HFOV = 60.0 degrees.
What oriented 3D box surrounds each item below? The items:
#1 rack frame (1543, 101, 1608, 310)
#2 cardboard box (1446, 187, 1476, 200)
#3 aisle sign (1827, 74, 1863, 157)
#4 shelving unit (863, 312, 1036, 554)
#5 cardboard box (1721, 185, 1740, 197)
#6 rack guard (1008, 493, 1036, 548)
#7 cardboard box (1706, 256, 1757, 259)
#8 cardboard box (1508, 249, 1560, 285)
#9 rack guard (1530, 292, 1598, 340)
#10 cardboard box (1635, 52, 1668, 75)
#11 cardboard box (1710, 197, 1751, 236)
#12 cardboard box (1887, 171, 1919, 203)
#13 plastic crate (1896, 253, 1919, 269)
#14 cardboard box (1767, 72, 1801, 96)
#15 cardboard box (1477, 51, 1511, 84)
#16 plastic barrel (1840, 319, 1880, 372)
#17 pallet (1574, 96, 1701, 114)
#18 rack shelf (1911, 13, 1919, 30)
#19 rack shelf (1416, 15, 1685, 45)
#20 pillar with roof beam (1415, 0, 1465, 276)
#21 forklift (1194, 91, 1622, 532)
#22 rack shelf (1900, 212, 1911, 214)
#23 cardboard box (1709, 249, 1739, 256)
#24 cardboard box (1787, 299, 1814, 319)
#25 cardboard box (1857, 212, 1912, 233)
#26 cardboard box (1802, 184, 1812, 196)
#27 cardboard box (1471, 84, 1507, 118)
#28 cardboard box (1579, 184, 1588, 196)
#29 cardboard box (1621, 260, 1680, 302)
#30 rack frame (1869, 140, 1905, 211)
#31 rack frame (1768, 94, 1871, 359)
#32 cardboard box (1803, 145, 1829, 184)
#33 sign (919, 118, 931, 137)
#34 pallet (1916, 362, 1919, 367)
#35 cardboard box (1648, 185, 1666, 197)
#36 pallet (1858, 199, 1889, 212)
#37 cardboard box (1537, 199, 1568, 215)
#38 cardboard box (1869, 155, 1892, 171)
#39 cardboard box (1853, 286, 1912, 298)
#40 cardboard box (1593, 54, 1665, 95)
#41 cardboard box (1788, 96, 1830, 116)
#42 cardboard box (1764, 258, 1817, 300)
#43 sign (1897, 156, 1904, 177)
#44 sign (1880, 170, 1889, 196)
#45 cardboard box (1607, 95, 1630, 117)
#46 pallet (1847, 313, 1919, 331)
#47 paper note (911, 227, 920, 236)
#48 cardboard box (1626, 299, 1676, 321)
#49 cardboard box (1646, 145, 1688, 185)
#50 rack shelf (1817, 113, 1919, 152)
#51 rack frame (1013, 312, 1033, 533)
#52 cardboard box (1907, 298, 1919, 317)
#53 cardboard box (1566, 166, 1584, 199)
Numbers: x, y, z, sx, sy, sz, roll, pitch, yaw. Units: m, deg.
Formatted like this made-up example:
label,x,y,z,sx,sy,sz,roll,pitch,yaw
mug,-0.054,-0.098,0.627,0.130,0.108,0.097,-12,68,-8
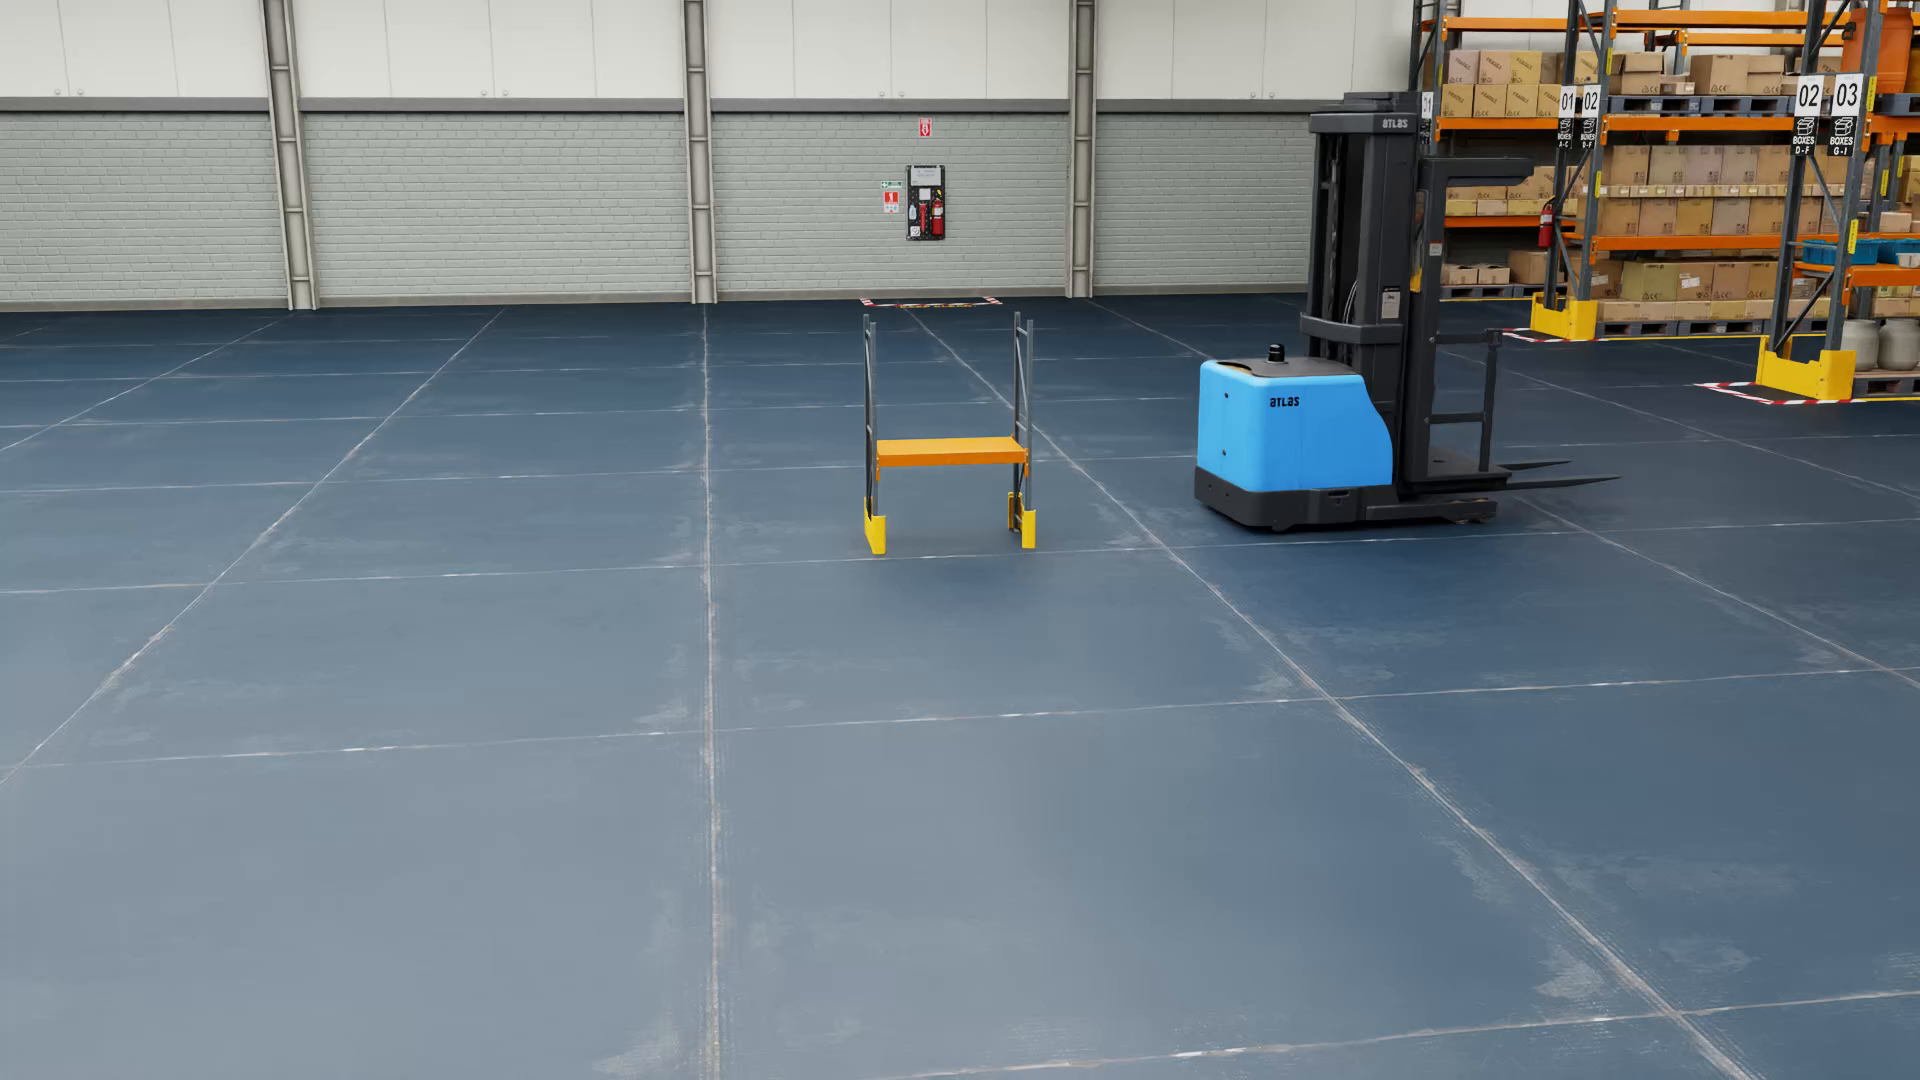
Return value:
label,x,y,z,sx,sy,sz,roll,pitch,yaw
rack frame,8.036,-4.197,21.789,0.127,3.000,1.000,-2,14,-8
cardboard box,7.811,-5.634,26.245,0.500,0.500,0.500,-2,14,-8
aisle sign,8.742,-4.193,16.430,0.004,0.787,0.394,-2,14,-8
shelving unit,-0.075,-0.725,11.028,1.083,1.500,0.587,-2,14,-8
cardboard box,9.976,-4.578,21.770,0.250,0.149,0.380,-2,14,-8
rack guard,0.417,-0.137,11.252,0.087,0.250,0.587,-2,14,-8
cardboard box,10.497,-3.598,22.648,0.500,0.500,0.500,-2,14,-8
cardboard box,9.288,-4.428,26.945,0.500,0.500,0.700,-3,14,-12
rack guard,8.012,-2.983,22.090,0.348,0.500,1.175,-2,14,-8
cardboard box,10.794,-7.448,26.285,0.500,0.500,0.500,-3,14,-13
cardboard box,10.030,-4.316,22.059,0.500,0.500,0.700,-2,14,-7
cardboard box,15.723,-5.837,27.470,0.500,0.500,0.500,-2,14,-7
plastic crate,9.703,-2.832,16.891,0.250,0.136,0.298,-2,14,-8
cardboard box,10.920,-6.051,22.047,0.500,0.311,0.500,-3,14,-11
cardboard box,8.215,-7.348,25.886,0.500,0.500,0.500,-2,14,-9
plastic barrel,9.409,-2.044,17.458,0.421,0.512,0.421,0,14,0
pallet,8.739,-5.628,21.513,1.213,0.211,1.003,-2,14,-8
rack shelf,13.969,-6.781,22.063,4.000,0.370,1.077,-2,14,-8
rack shelf,9.272,-8.020,26.187,4.000,0.370,1.077,-2,14,-8
pillar with roof beam,8.499,-7.496,22.612,0.400,9.000,9.100,-2,14,-8
forklift,3.288,-1.652,11.785,3.031,2.935,1.130,-4,15,-14
rack shelf,17.182,-5.402,28.073,4.000,0.370,1.077,-2,14,-8
cardboard box,12.478,-4.595,27.614,0.500,0.500,0.700,-2,14,-9
cardboard box,11.069,-3.127,22.311,0.500,0.250,0.500,-2,14,-8
cardboard box,12.471,-4.297,22.499,0.500,0.250,0.500,-1,14,-5
cardboard box,10.991,-4.615,21.919,0.250,0.149,0.380,-2,14,-8
cardboard box,8.198,-6.864,26.013,0.500,0.500,0.500,-1,14,-5
cardboard box,8.385,-4.619,21.936,0.250,0.149,0.380,-2,14,-9
cardboard box,9.093,-3.415,21.920,0.500,0.500,0.500,-2,14,-8
rack frame,15.205,-5.678,27.696,0.127,3.000,1.000,-2,14,-8
rack frame,8.770,-3.005,17.038,0.127,3.000,1.000,-2,14,-8
cardboard box,11.054,-4.983,22.053,0.500,0.500,0.700,-2,14,-8
sign,-0.548,-6.472,26.096,0.199,0.298,0.001,-2,14,-8
pallet,10.846,-1.738,17.719,1.213,0.211,1.003,-2,14,-8
cardboard box,8.963,-4.541,21.624,0.250,0.149,0.380,-2,14,-8
pallet,14.516,-5.534,27.514,1.003,0.211,1.213,-2,14,-8
cardboard box,9.340,-5.323,26.550,0.500,0.250,0.500,-2,14,-8
cardboard box,15.615,-6.323,27.868,0.500,0.250,0.500,-2,14,-7
cardboard box,12.437,-3.439,22.403,0.500,0.311,0.500,-2,14,-8
cardboard box,8.605,-5.993,21.423,0.637,0.503,0.797,-1,14,-4
cardboard box,13.909,-7.168,27.218,0.637,0.503,0.797,0,14,0
cardboard box,11.069,-3.491,22.222,0.500,0.500,0.500,-2,14,-8
sign,15.295,-6.071,27.046,0.005,0.325,0.100,-2,14,-8
sign,12.075,-4.667,21.720,0.005,0.325,0.100,-2,14,-8
cardboard box,10.285,-6.953,26.368,0.500,0.500,0.500,-3,14,-13
pallet,12.714,-3.025,22.851,1.213,0.211,1.003,-2,14,-8
paper note,-0.710,-4.907,26.431,0.142,0.148,0.016,-2,14,-8
cardboard box,9.093,-3.052,22.013,0.500,0.250,0.500,-2,14,-8
cardboard box,9.071,-4.911,21.764,0.500,0.500,0.700,-2,14,-10
rack shelf,10.748,-4.184,17.050,4.000,0.370,1.077,-2,14,-8
rack frame,0.418,-0.743,11.101,0.032,1.500,0.500,-2,14,-8
cardboard box,12.932,-3.185,22.544,0.500,0.250,0.500,-2,14,-7
cardboard box,9.836,-5.707,26.538,0.500,0.500,0.500,-3,14,-10
